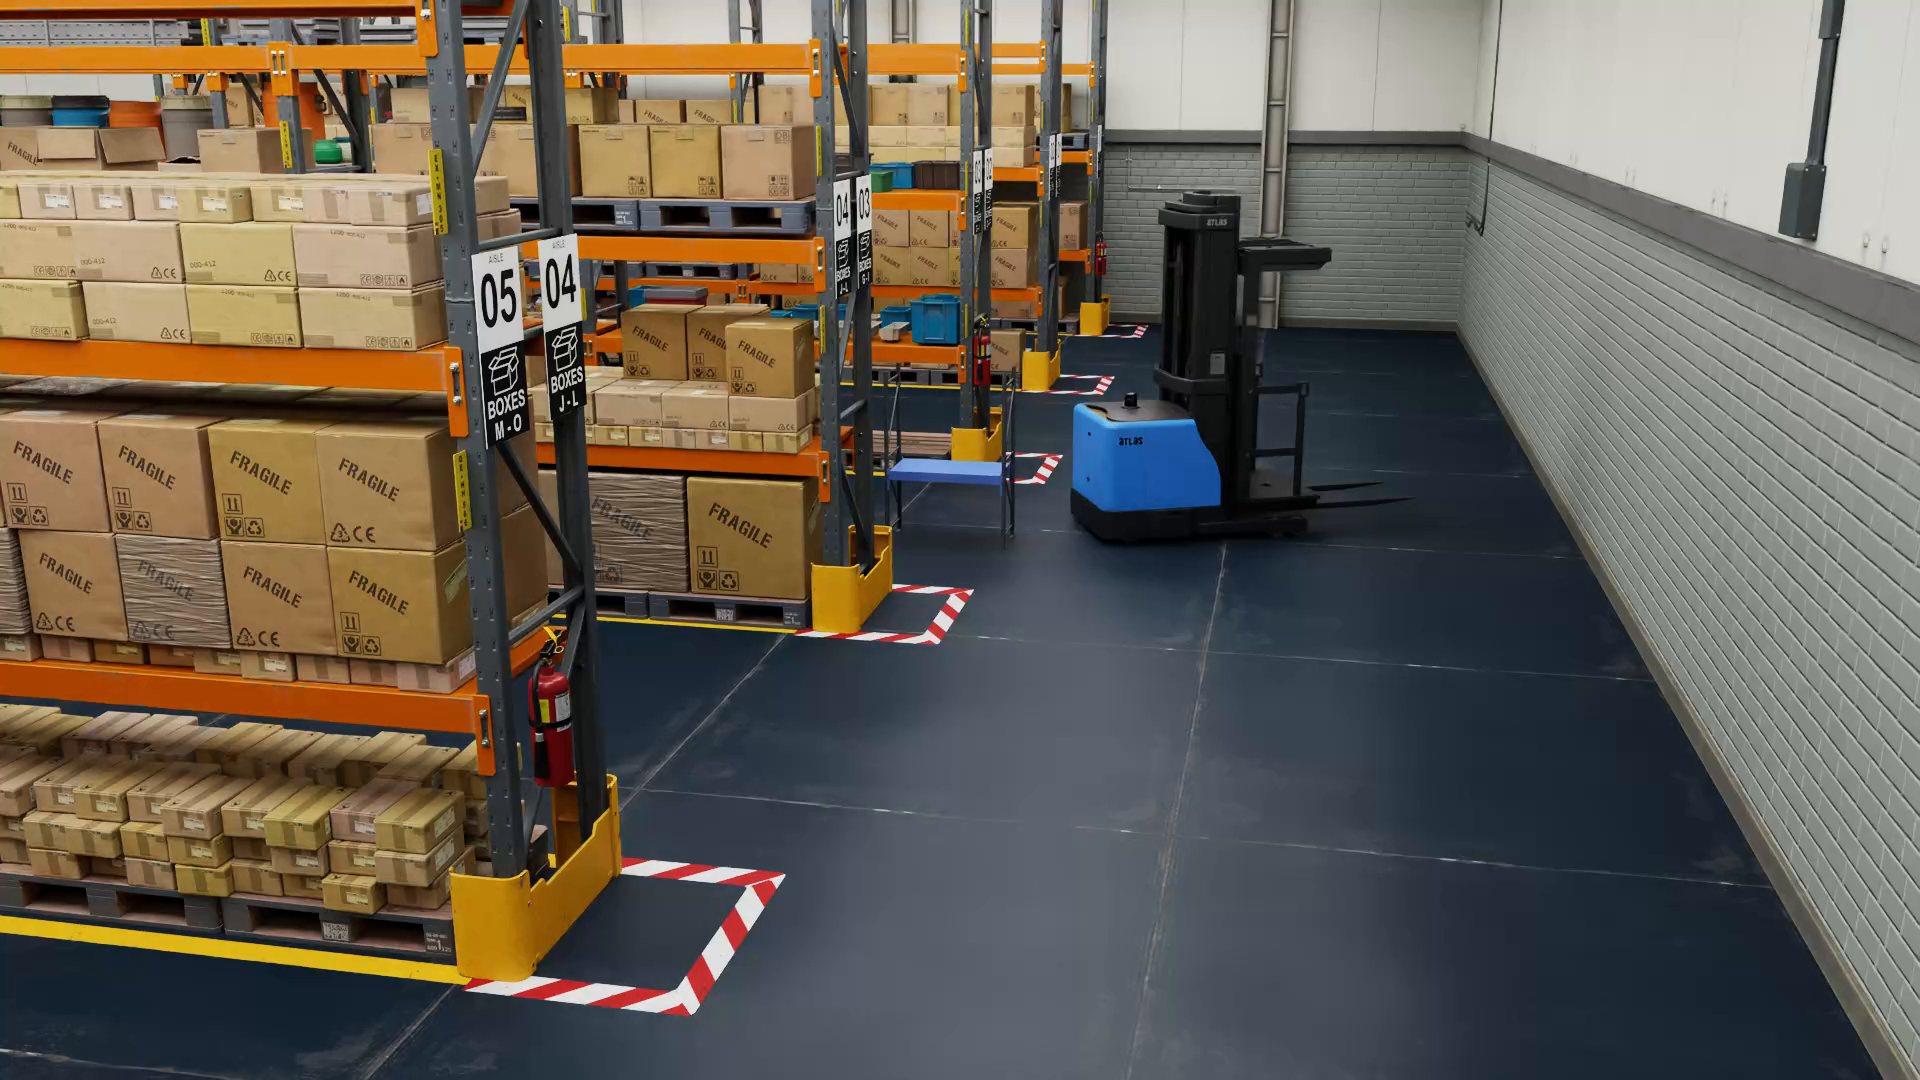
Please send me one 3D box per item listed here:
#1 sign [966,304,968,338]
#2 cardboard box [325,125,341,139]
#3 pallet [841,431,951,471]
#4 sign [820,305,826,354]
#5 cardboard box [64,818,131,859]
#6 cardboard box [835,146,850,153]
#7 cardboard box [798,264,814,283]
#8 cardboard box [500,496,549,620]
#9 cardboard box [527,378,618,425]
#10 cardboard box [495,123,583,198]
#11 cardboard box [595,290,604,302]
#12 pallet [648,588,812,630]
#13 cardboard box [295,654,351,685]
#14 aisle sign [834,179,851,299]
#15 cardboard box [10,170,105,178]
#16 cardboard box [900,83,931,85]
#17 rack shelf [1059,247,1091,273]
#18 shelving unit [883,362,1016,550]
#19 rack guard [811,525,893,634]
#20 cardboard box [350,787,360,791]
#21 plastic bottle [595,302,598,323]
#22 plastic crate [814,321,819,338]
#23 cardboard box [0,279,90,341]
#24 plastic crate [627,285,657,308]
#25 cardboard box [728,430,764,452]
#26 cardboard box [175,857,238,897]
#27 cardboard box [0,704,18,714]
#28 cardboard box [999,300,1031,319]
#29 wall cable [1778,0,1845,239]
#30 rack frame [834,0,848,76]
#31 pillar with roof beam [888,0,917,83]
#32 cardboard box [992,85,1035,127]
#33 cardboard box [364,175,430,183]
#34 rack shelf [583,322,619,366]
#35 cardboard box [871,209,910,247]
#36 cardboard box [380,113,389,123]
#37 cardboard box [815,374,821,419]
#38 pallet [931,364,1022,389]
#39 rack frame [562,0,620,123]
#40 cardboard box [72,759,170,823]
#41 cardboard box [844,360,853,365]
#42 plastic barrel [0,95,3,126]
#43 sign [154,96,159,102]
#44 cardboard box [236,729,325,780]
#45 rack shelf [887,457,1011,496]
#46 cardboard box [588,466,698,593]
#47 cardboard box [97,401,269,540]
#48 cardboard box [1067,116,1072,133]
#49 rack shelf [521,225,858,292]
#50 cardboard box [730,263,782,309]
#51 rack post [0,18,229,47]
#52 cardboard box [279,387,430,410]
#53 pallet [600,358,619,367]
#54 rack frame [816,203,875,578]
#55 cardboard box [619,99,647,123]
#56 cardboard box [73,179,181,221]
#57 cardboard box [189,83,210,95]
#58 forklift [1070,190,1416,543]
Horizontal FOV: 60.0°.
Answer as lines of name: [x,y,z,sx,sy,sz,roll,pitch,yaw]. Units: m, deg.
sign: [0.067,-2.155,16.348,0.005,0.325,0.100,3,16,11]
cardboard box: [-8.746,-5.613,23.013,0.500,0.250,0.500,2,16,6]
pallet: [-0.640,-0.932,17.460,1.213,0.211,1.003,3,16,11]
sign: [-0.948,-1.457,11.519,0.005,0.325,0.100,3,16,11]
cardboard box: [-4.030,1.364,7.946,0.250,0.149,0.380,3,16,12]
cardboard box: [-1.362,-4.958,21.433,0.500,0.250,0.500,3,16,11]
cardboard box: [-1.821,-3.653,21.874,0.500,0.500,0.500,3,16,12]
cardboard box: [-2.298,0.079,7.845,0.500,0.500,0.500,4,16,14]
cardboard box: [-2.861,-1.034,12.330,0.500,0.250,0.500,3,16,11]
cardboard box: [-2.957,-2.762,12.065,0.500,0.500,0.700,4,16,14]
cardboard box: [-6.420,-4.271,28.149,0.500,0.500,0.700,3,16,12]
pallet: [-1.625,0.396,12.667,1.213,0.211,1.003,3,16,11]
cardboard box: [-2.774,0.512,7.497,0.250,0.149,0.380,3,16,11]
aisle sign: [-0.815,-2.096,11.571,0.004,0.787,0.394,3,16,11]
cardboard box: [-4.200,-1.646,7.792,0.250,0.149,0.380,3,16,11]
cardboard box: [-0.637,-6.874,25.972,0.500,0.500,0.500,3,16,10]
rack shelf: [0.175,-4.573,26.729,4.000,0.370,1.077,3,16,11]
shelving unit: [-0.084,-0.727,14.308,1.048,1.500,0.538,3,16,11]
rack guard: [-0.803,0.280,12.544,0.348,0.500,1.175,3,16,11]
cardboard box: [-2.890,1.280,8.248,0.250,0.149,0.380,3,16,12]
plastic bottle: [-4.033,-2.509,18.150,0.133,0.283,0.061,3,16,11]
plastic crate: [-1.527,-2.158,17.045,0.250,0.136,0.298,3,16,11]
cardboard box: [-3.922,-1.040,7.290,0.500,0.250,0.500,4,16,14]
plastic crate: [-3.233,-2.520,17.888,0.575,0.384,0.392,3,16,11]
cardboard box: [-1.496,-0.751,12.055,0.250,0.149,0.380,3,16,12]
cardboard box: [-3.492,1.534,7.890,0.250,0.149,0.380,2,16,9]
cardboard box: [-5.174,0.992,8.730,0.250,0.149,0.380,3,16,12]
cardboard box: [0.939,-3.849,26.662,0.500,0.500,0.700,3,16,11]
wall cable: [4.028,-4.165,6.644,0.120,5.999,2.277,3,16,11]
rack frame: [-1.785,-7.917,26.216,0.127,3.000,1.000,3,16,11]
pillar with roof beam: [-1.784,-6.980,22.833,0.400,9.000,9.100,3,16,11]
cardboard box: [0.645,-5.516,21.106,0.500,0.500,0.700,3,16,11]
cardboard box: [-2.432,-1.535,7.393,0.250,0.149,0.380,4,16,13]
rack shelf: [-5.719,-2.194,18.141,4.000,0.370,1.077,3,16,11]
cardboard box: [-0.847,-4.079,21.539,0.500,0.500,0.500,4,16,13]
cardboard box: [-10.054,-7.047,28.469,0.500,0.500,0.500,4,16,13]
cardboard box: [-1.243,-1.093,12.543,0.500,0.250,0.500,3,16,10]
pallet: [0.296,-2.219,22.109,1.213,0.211,1.003,3,16,11]
rack frame: [-3.759,-5.325,16.860,0.127,3.000,1.000,3,16,11]
cardboard box: [-4.011,1.201,7.978,0.250,0.149,0.380,3,16,11]
cardboard box: [-1.550,-2.454,22.216,0.250,0.166,0.380,3,16,11]
plastic barrel: [-11.057,-4.577,18.837,0.708,0.901,0.600,3,16,11]
sign: [-13.652,-7.389,28.292,0.005,0.325,0.100,3,16,11]
cardboard box: [-3.404,1.095,8.358,0.250,0.149,0.380,4,16,13]
rack shelf: [-0.084,-0.554,14.356,1.000,0.185,0.538,3,16,11]
cardboard box: [-2.361,-0.166,12.665,0.875,0.875,0.875,3,16,11]
cardboard box: [-3.419,-0.319,7.406,0.500,0.500,0.500,4,16,14]
cardboard box: [1.469,-6.540,26.171,0.500,0.250,0.500,4,16,14]
rack shelf: [-2.786,-2.131,12.295,4.000,0.370,1.077,3,16,11]
cardboard box: [-3.319,-4.239,27.418,0.750,0.750,0.750,4,16,13]
rack post: [-9.652,-5.765,18.073,3.121,1.000,1.013,3,16,11]
cardboard box: [-2.796,-0.426,7.792,0.500,0.500,0.500,4,16,13]
pallet: [-4.772,-2.484,23.063,1.213,0.211,1.003,3,16,11]
rack frame: [-0.826,-0.926,12.215,0.127,3.000,1.000,3,16,11]
cardboard box: [-4.555,-5.590,22.275,0.600,0.600,0.600,2,16,9]
cardboard box: [-3.547,-1.457,7.112,0.250,0.149,0.380,3,16,12]
cardboard box: [-12.733,-7.526,28.324,0.500,0.500,0.500,3,16,10]
forklift: [2.577,-1.574,14.684,3.031,2.935,1.130,-4,16,-13]
